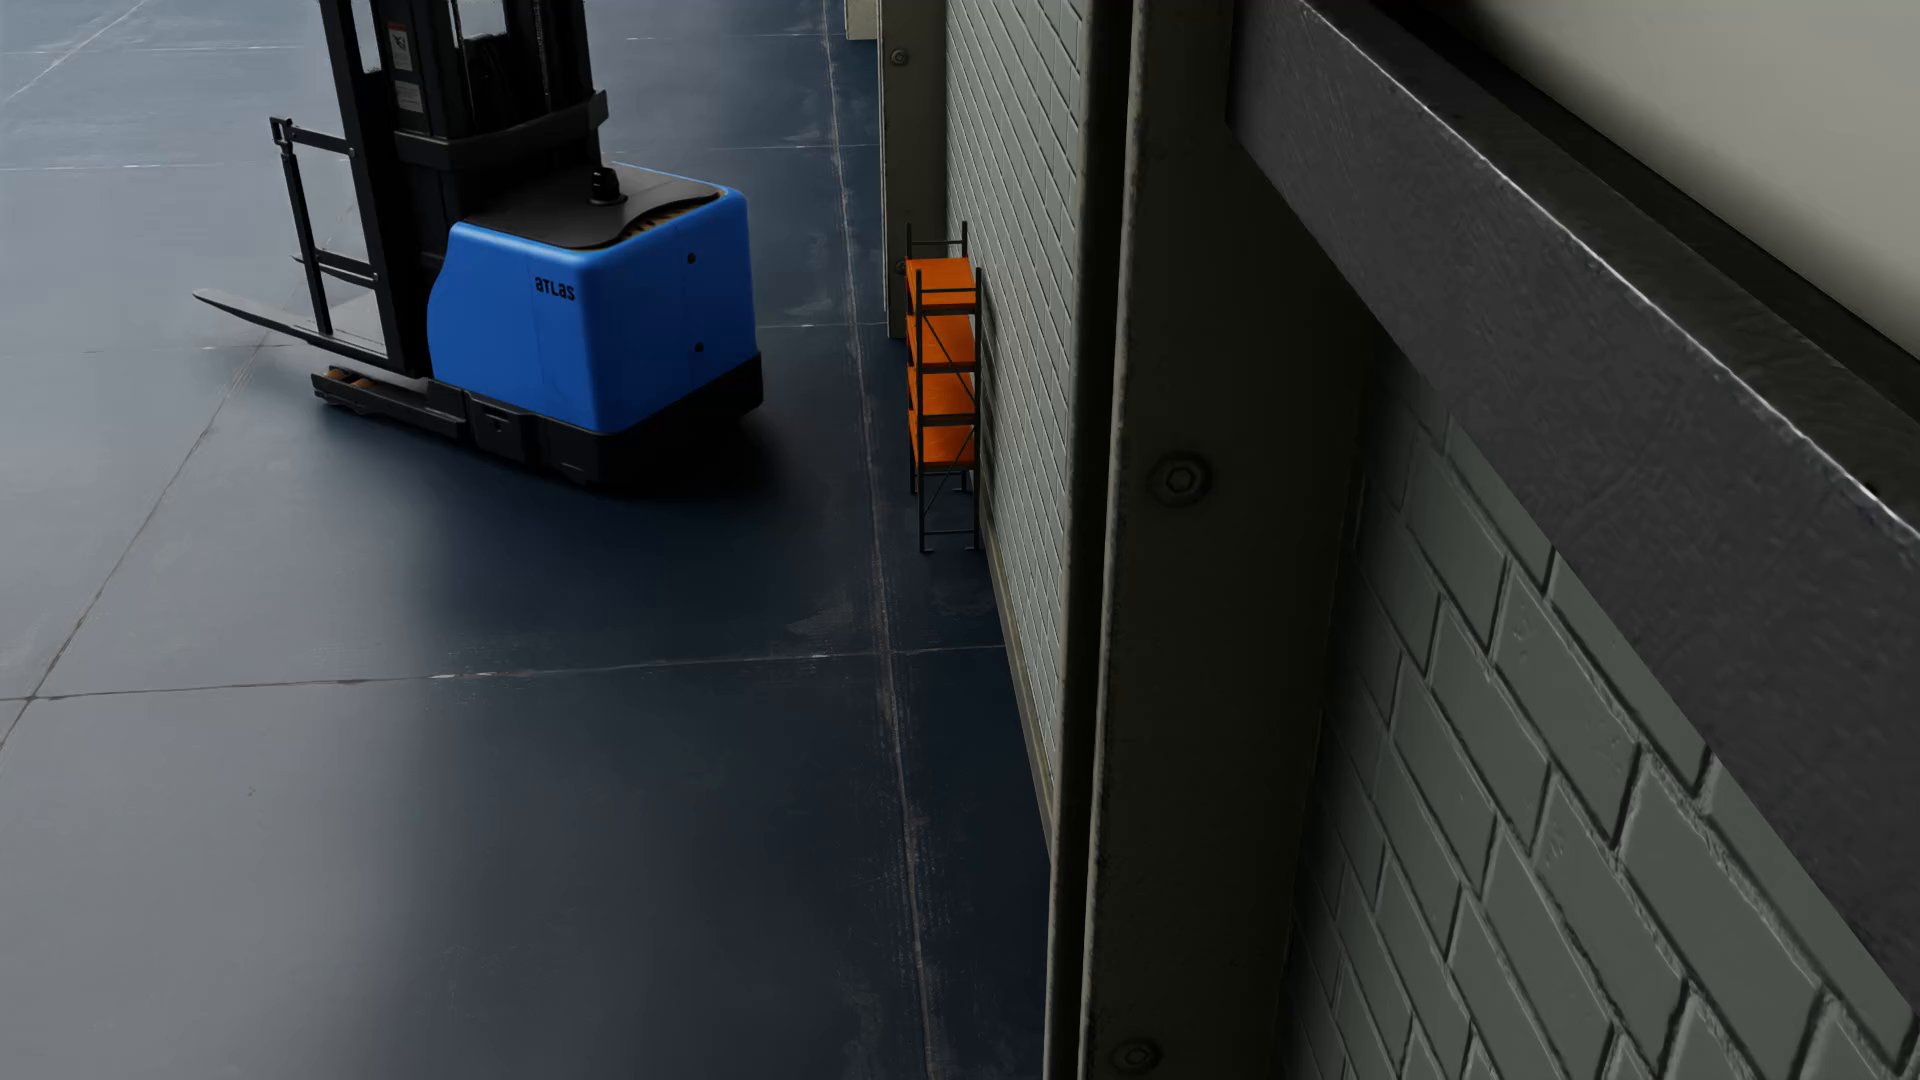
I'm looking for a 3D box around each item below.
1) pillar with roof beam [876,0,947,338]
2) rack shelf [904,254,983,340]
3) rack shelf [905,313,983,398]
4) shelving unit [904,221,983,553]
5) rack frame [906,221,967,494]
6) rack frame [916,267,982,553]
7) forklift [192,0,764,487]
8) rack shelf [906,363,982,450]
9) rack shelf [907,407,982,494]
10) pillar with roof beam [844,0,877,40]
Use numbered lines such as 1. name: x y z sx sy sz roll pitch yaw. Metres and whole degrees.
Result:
1. pillar with roof beam: -4.515 -4.794 6.001 9.100 9.000 0.400 -3 31 -5
2. rack shelf: -0.067 -0.936 6.380 0.258 0.148 0.480 -3 31 -5
3. rack shelf: -0.067 -0.733 6.501 0.258 0.148 0.480 -3 31 -5
4. shelving unit: -0.067 -0.598 6.581 0.258 1.200 0.503 -3 31 -5
5. rack frame: -0.092 -0.723 6.789 0.240 1.200 0.015 -3 31 -5
6. rack frame: -0.043 -0.474 6.373 0.240 1.200 0.015 -3 31 -5
7. forklift: -2.427 -2.046 7.317 3.031 2.935 1.130 18 35 27
8. rack shelf: -0.068 -0.540 6.615 0.258 0.148 0.480 -3 31 -5
9. rack shelf: -0.068 -0.370 6.717 0.258 0.148 0.480 -3 31 -5
10. pillar with roof beam: -5.076 -7.858 11.130 9.100 9.000 0.400 -3 31 -5
